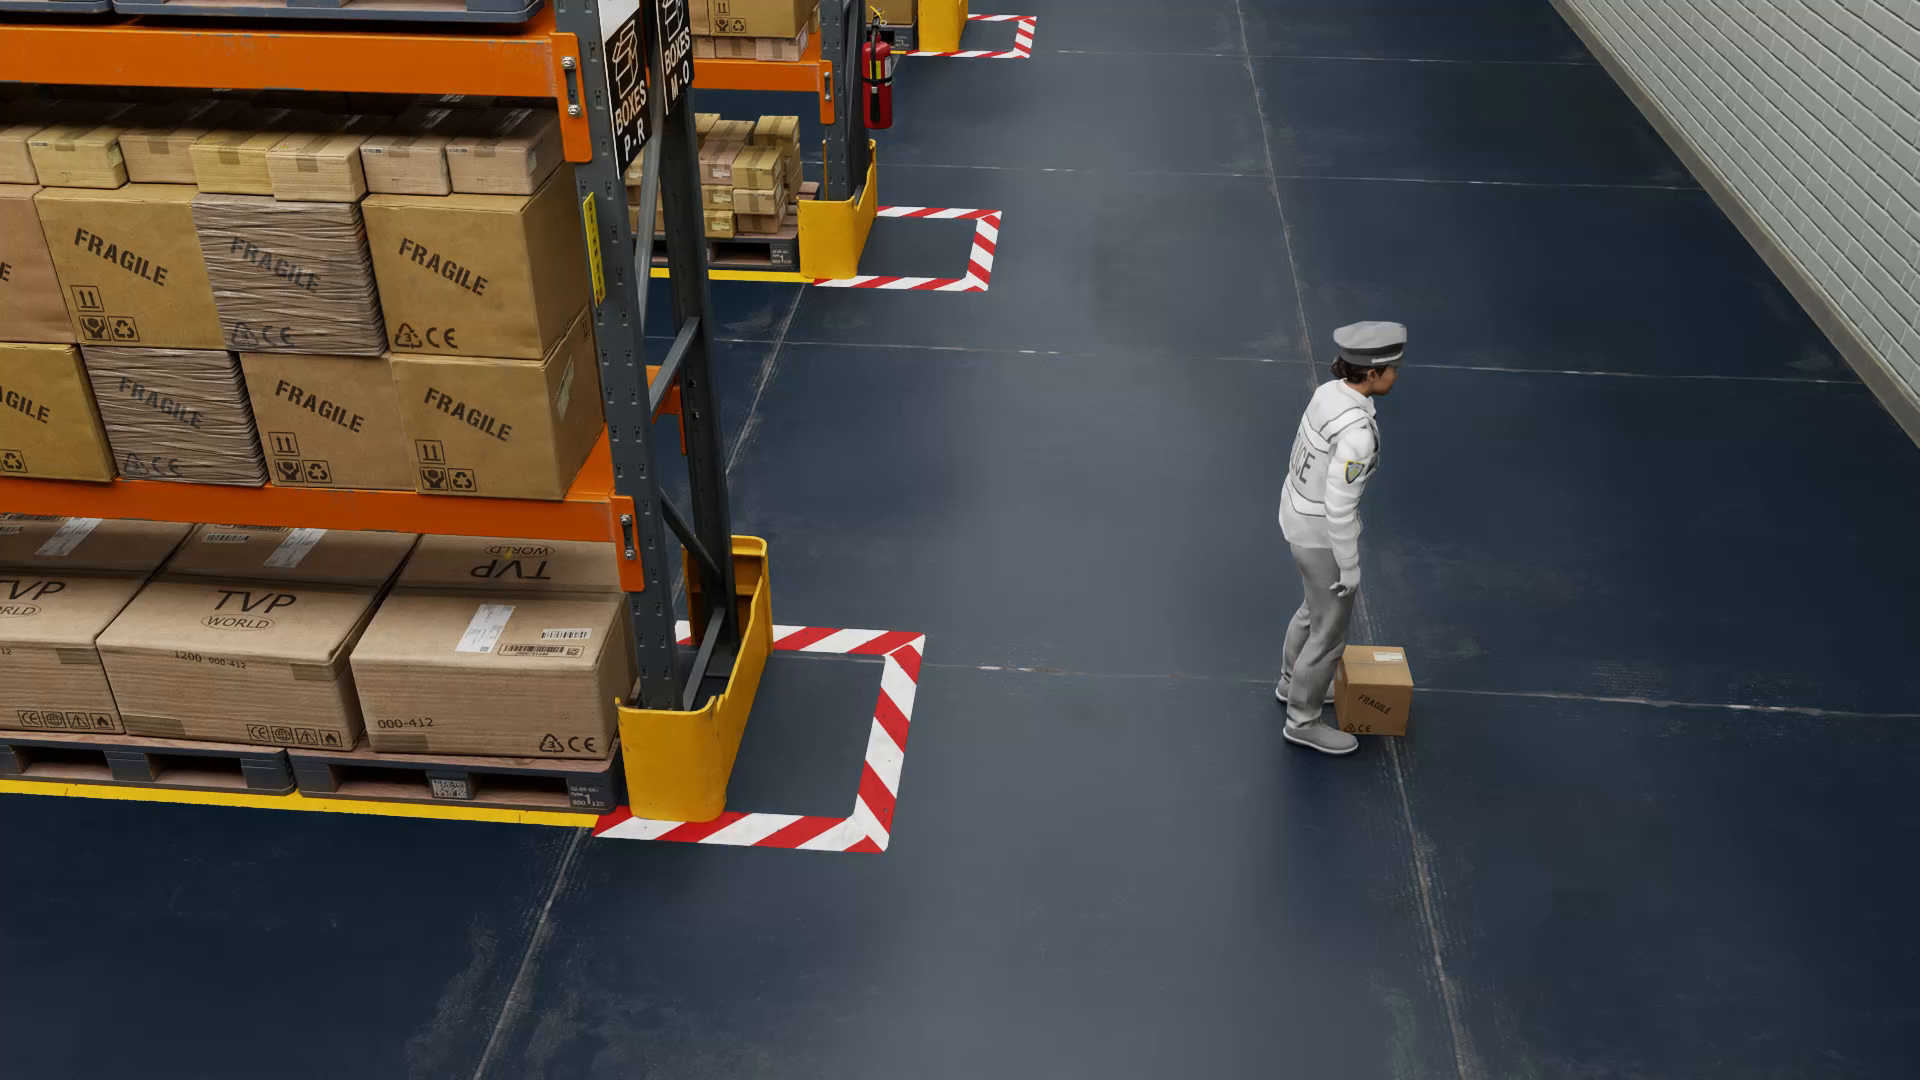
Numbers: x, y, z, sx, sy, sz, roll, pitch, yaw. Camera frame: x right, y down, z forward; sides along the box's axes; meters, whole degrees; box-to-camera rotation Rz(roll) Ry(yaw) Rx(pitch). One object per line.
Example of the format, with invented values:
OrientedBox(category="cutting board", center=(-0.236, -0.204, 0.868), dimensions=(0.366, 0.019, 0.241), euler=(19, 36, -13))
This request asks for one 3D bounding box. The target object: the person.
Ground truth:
OrientedBox(category="person", center=(1.374, -0.018, 6.163), dimensions=(0.376, 1.662, 0.543), euler=(1, 32, 1))
